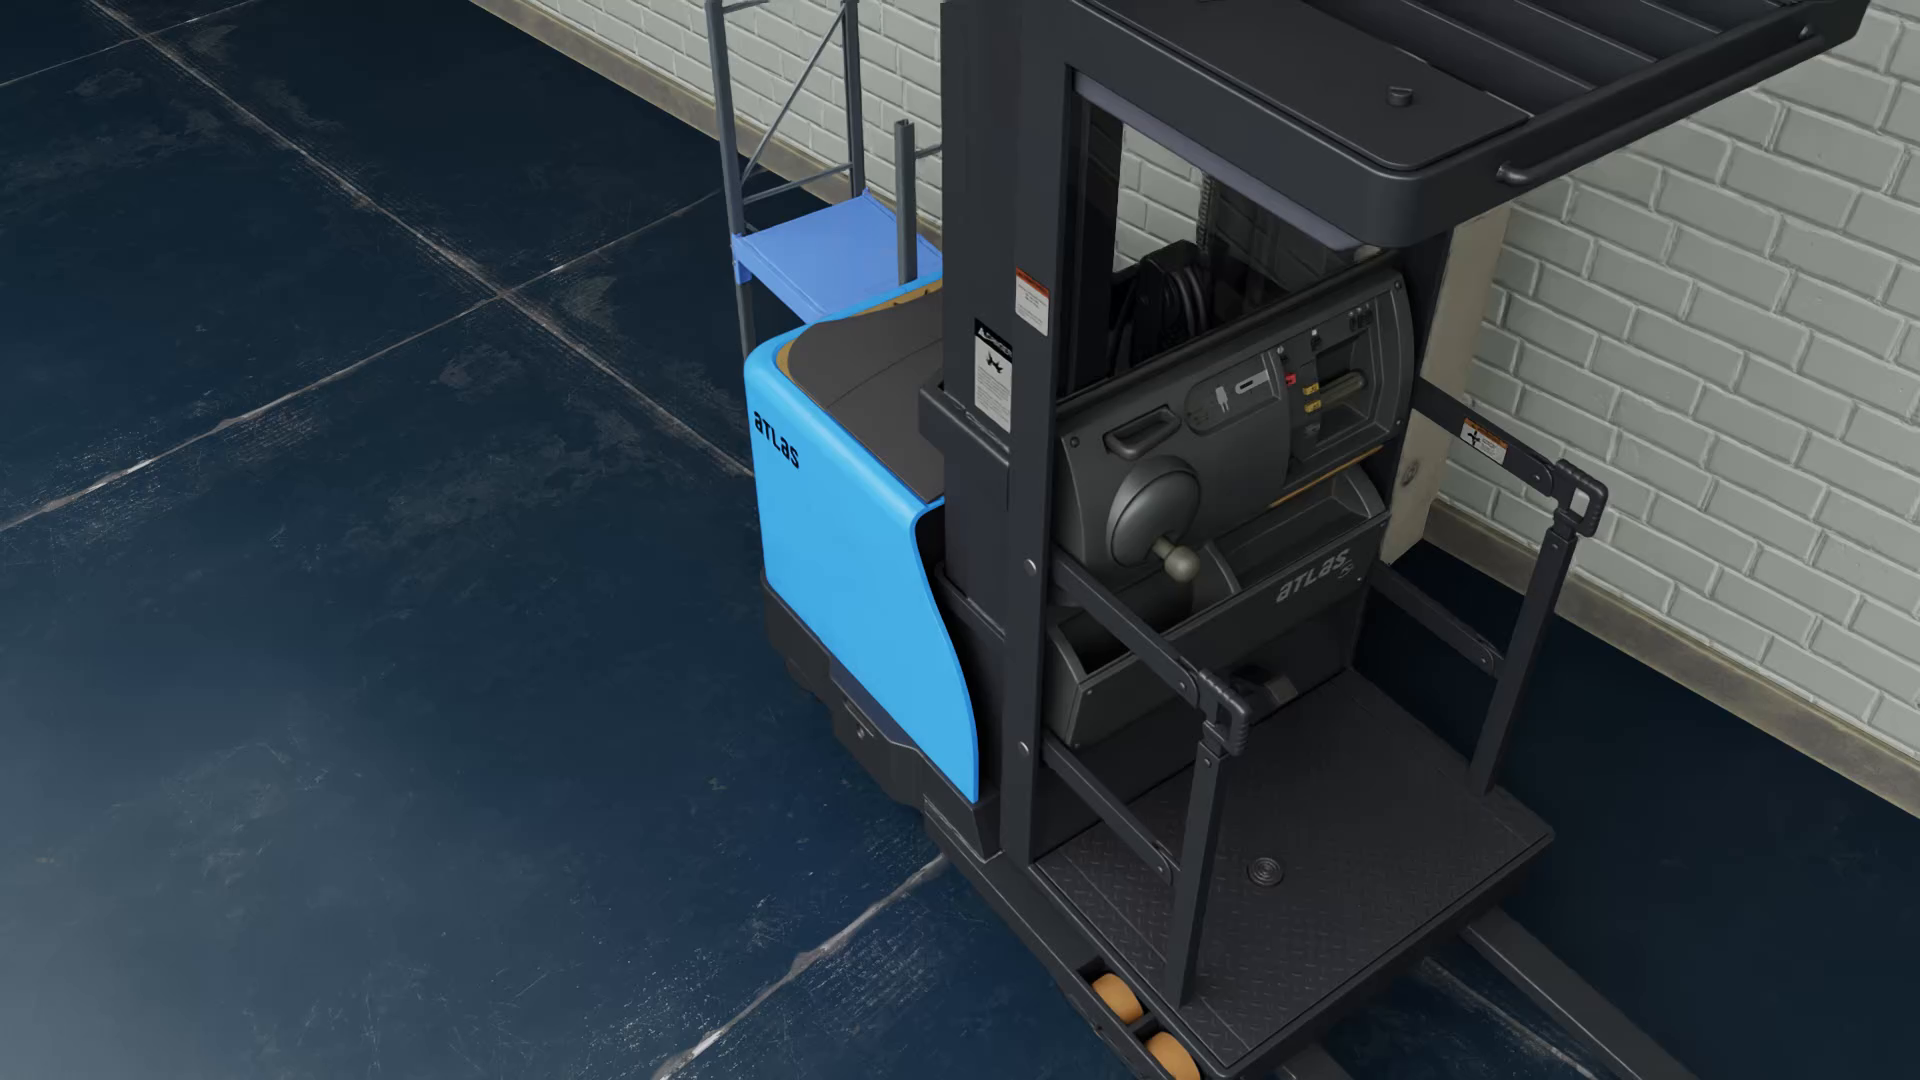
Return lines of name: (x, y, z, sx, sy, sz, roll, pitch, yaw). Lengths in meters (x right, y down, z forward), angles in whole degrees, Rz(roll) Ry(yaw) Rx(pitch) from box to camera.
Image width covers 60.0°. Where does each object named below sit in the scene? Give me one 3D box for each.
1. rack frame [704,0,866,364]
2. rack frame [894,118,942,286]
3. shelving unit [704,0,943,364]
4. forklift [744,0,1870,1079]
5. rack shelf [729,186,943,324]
rack frame: (-0.529, -1.153, 5.392, 0.500, 1.500, 0.032, -25, 48, -25)
rack frame: (0.048, -0.585, 4.778, 0.500, 1.500, 0.032, -25, 48, -25)
shelving unit: (-0.241, -0.869, 5.085, 0.538, 1.500, 1.048, -25, 48, -25)
forklift: (0.712, -0.156, 3.259, 1.130, 2.935, 3.031, -26, 49, -26)
rack shelf: (-0.241, -0.737, 5.207, 0.538, 0.185, 1.000, -25, 48, -25)
